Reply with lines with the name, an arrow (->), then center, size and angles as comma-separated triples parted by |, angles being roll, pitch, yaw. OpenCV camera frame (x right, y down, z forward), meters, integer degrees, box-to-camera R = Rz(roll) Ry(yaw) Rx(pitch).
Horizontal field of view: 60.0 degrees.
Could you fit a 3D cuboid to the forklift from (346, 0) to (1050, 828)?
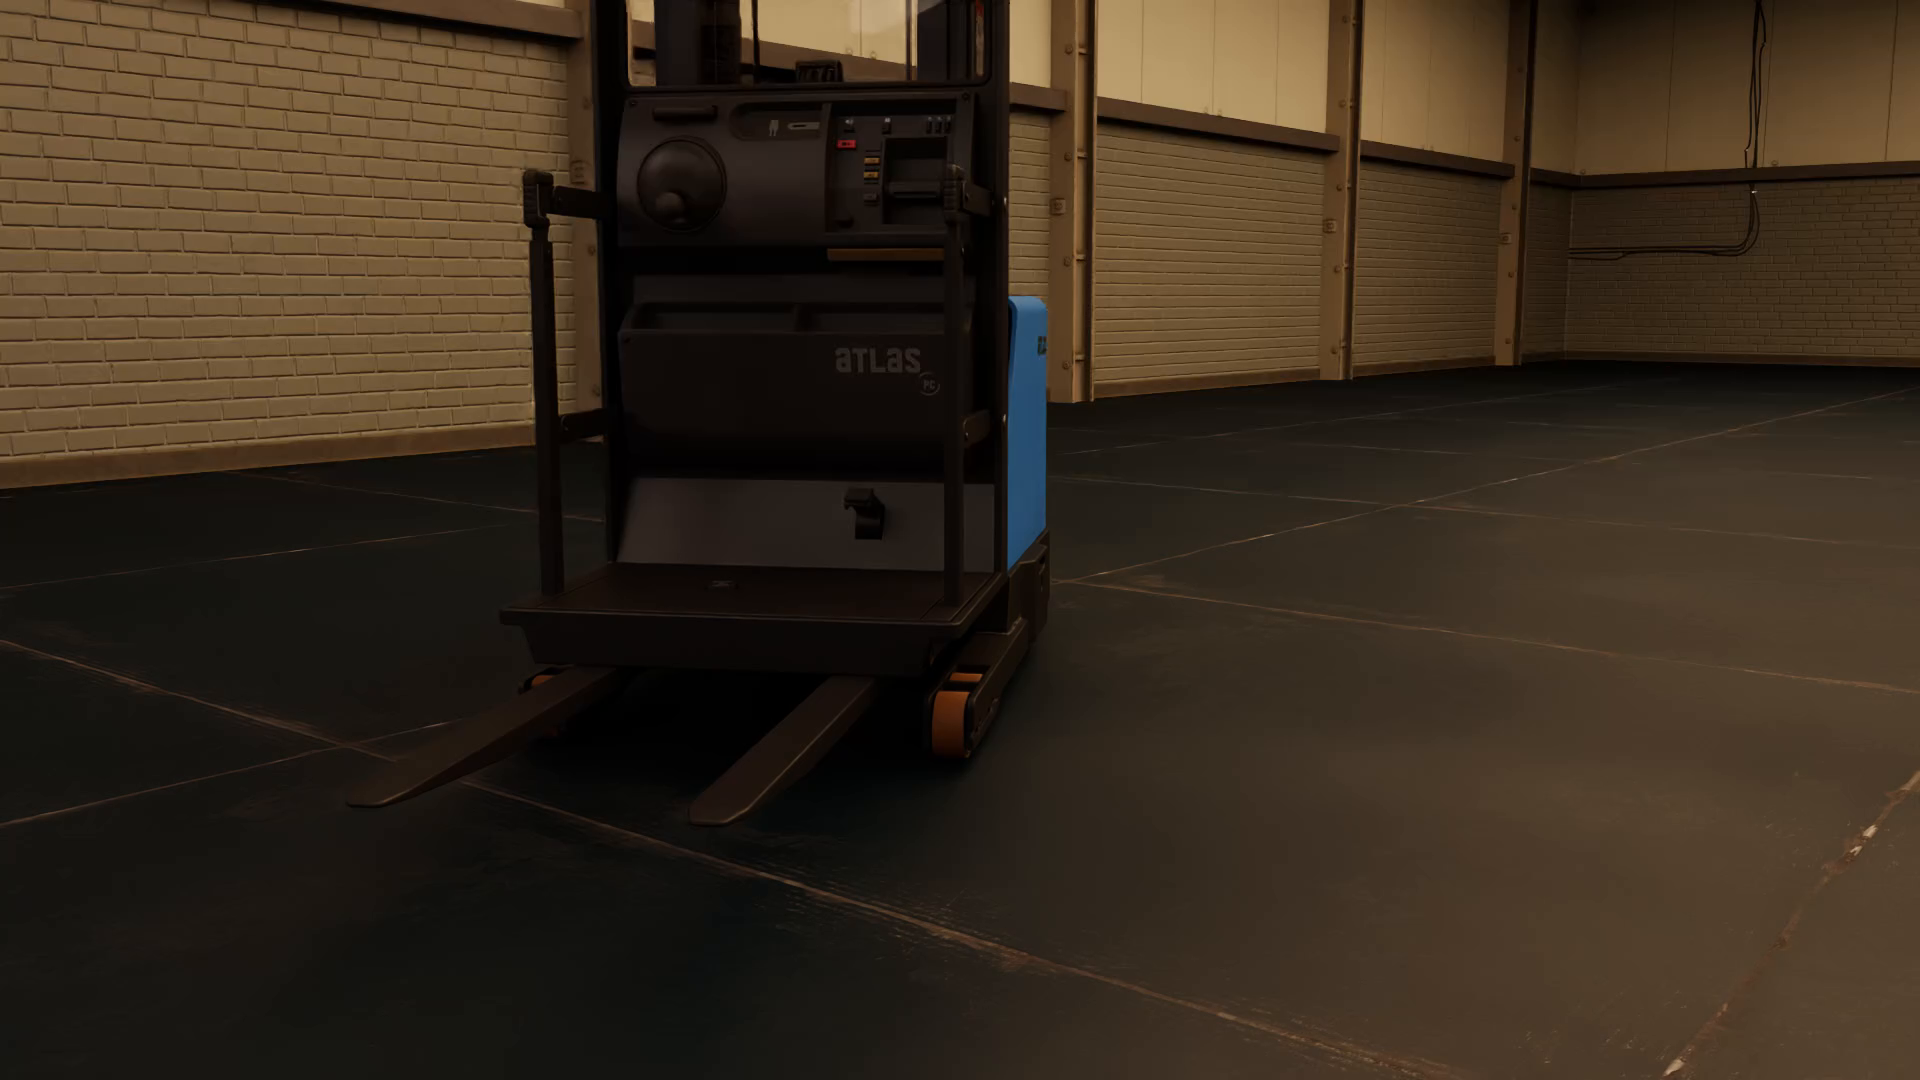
forklift -> -0.458, -0.991, 4.058 | 1.130, 2.935, 3.031 | 1, 8, 10
